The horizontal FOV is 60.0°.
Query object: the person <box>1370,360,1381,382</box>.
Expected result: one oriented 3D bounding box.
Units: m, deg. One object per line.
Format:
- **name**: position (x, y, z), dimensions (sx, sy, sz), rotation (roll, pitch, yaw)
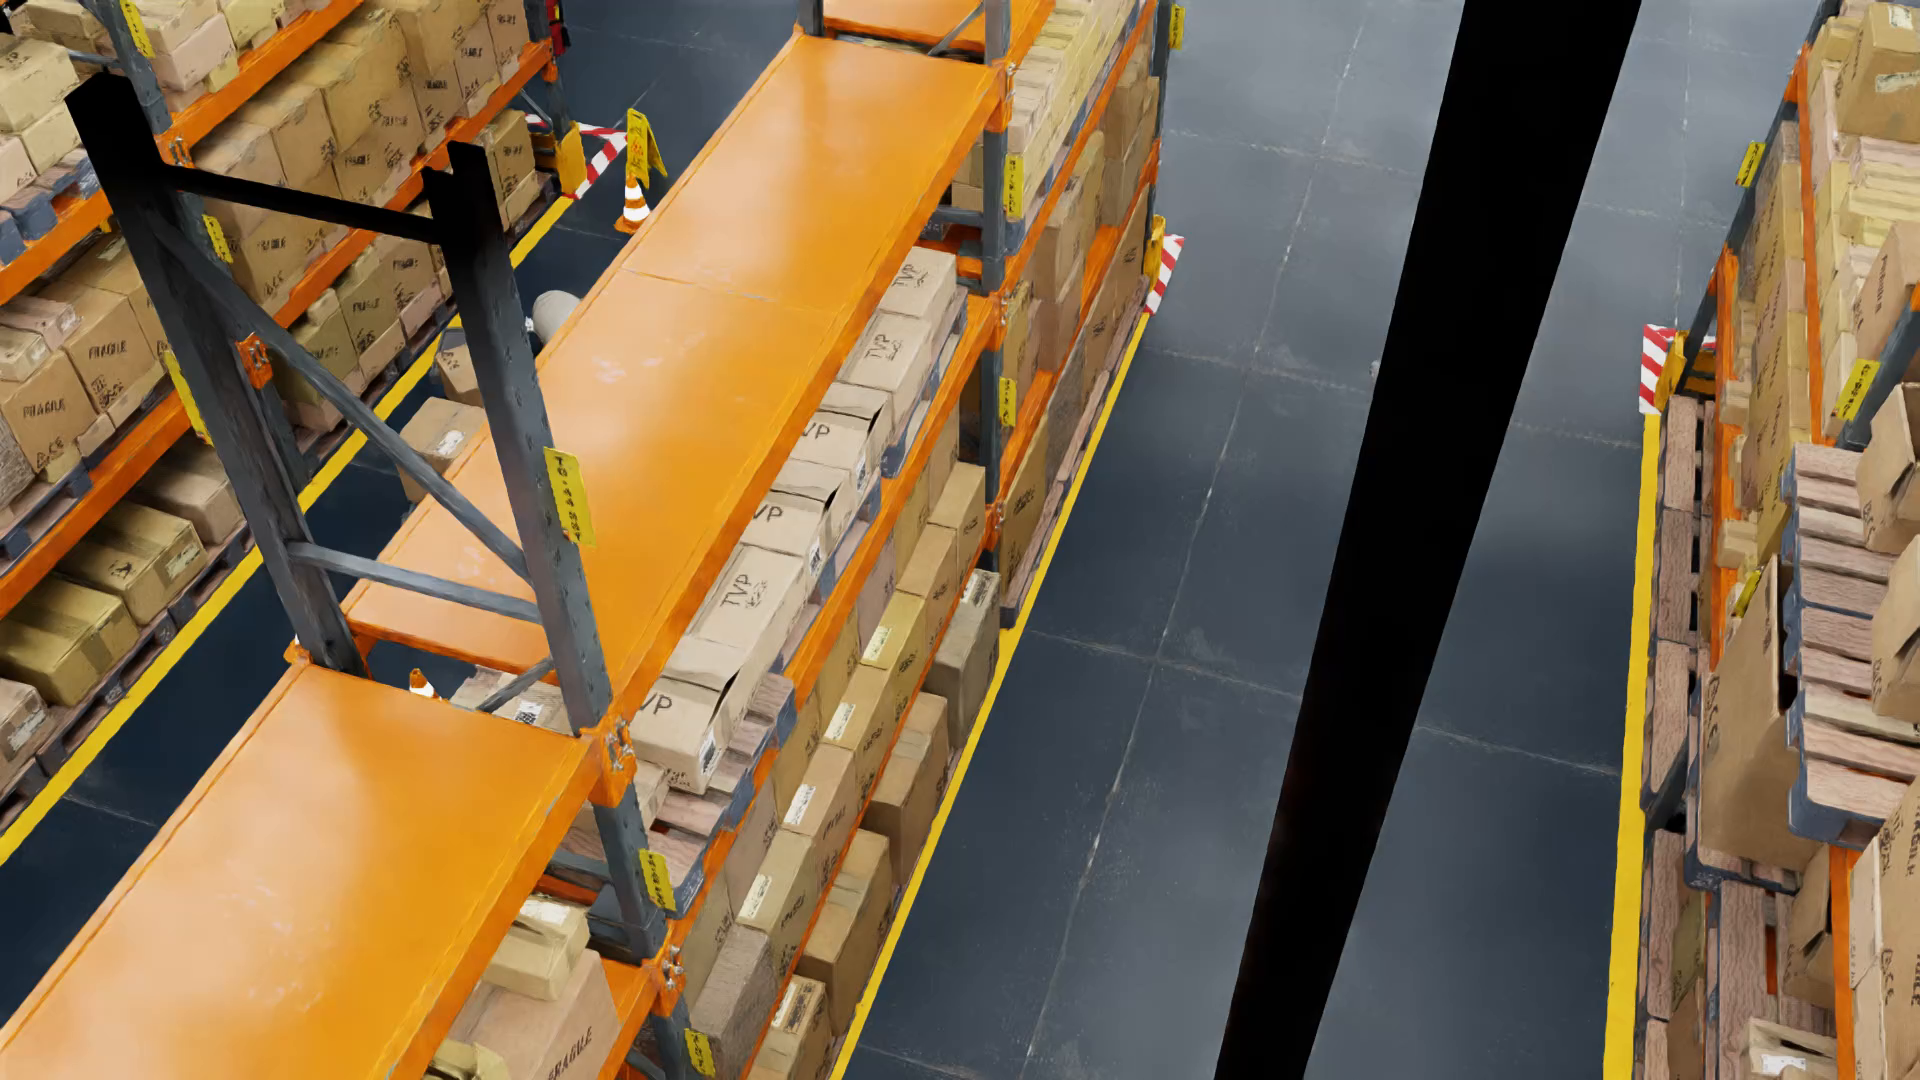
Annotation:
- **person**: position (3.369, -1.545, 11.437), dimensions (0.591, 1.739, 0.939), rotation (-6, 46, -6)
